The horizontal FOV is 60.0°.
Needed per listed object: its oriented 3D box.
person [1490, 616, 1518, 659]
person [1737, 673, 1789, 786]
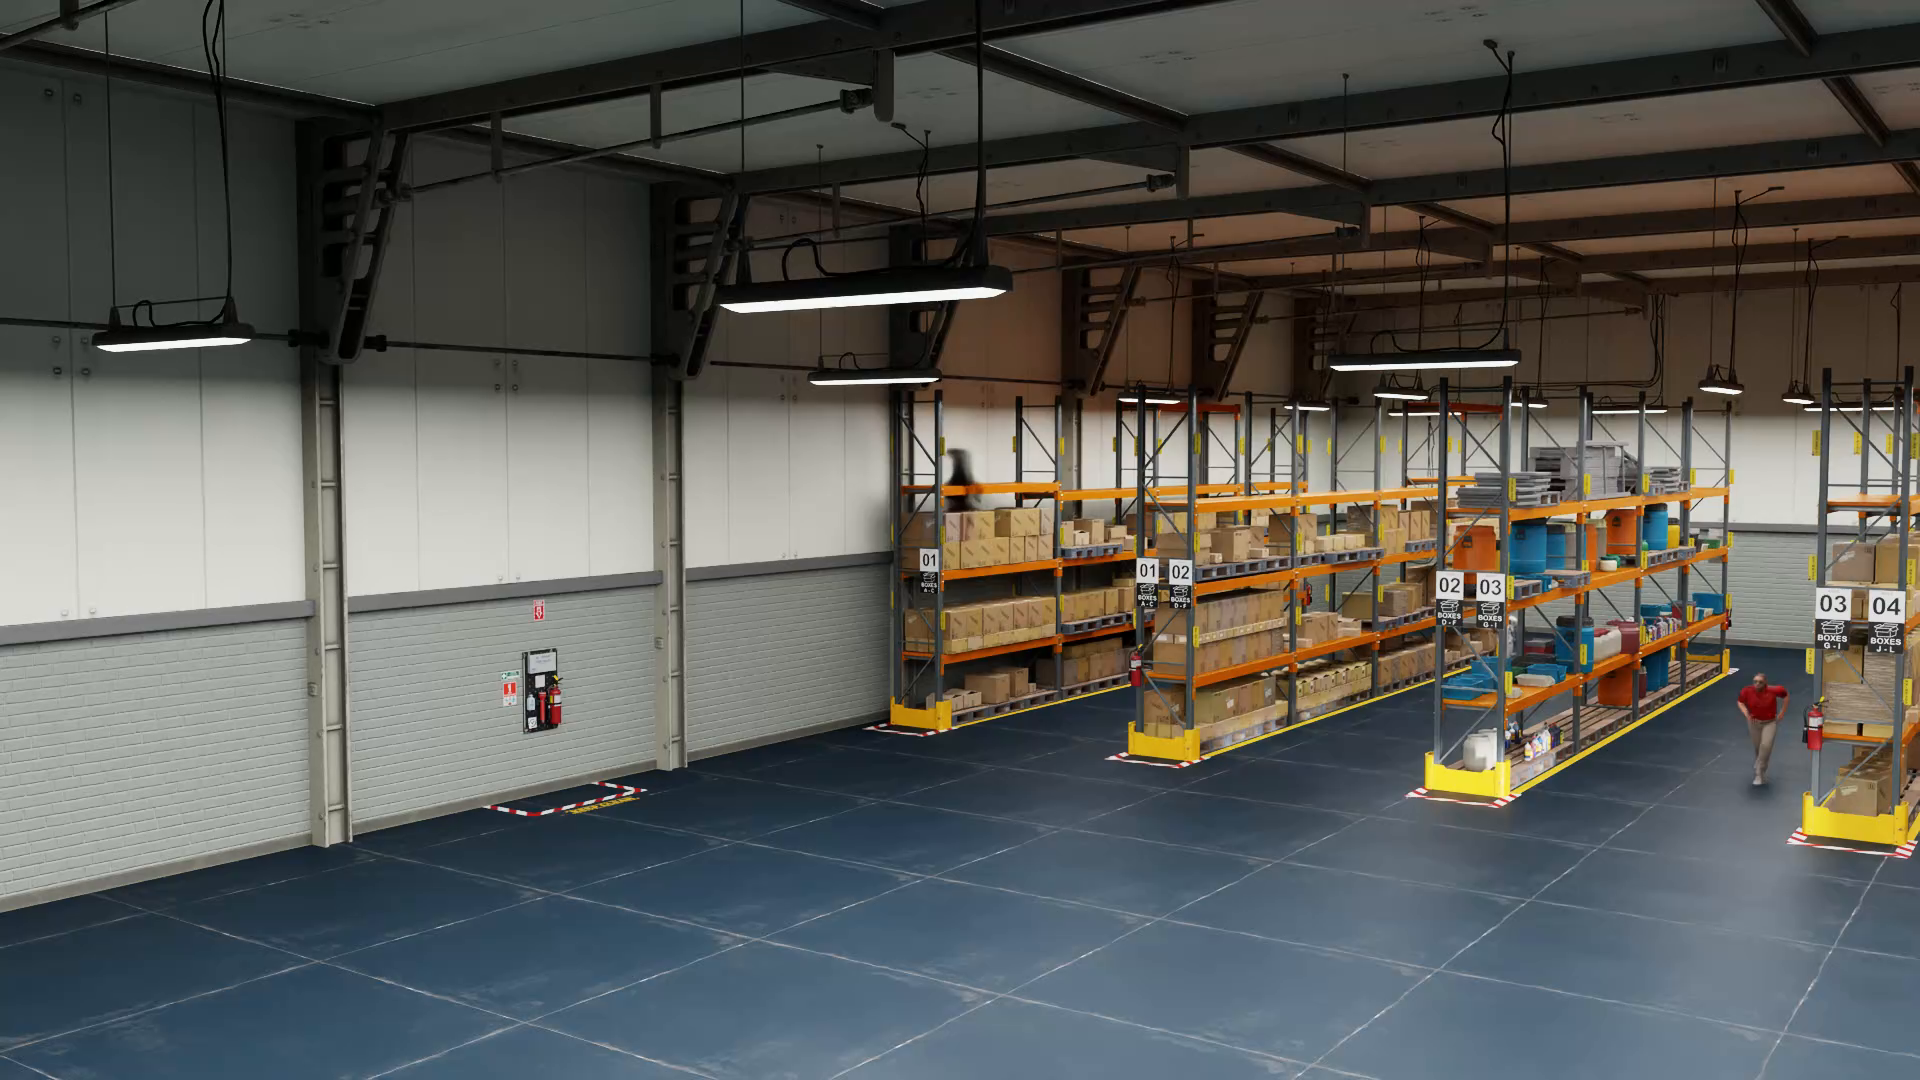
[{"bbox_3d":[11.412,2.180,34.842,0.566,1.714,0.893,2,4,32],"label":"person"},{"bbox_3d":[12.018,2.798,24.902,0.693,1.692,1.013,2,4,26],"label":"person"}]
